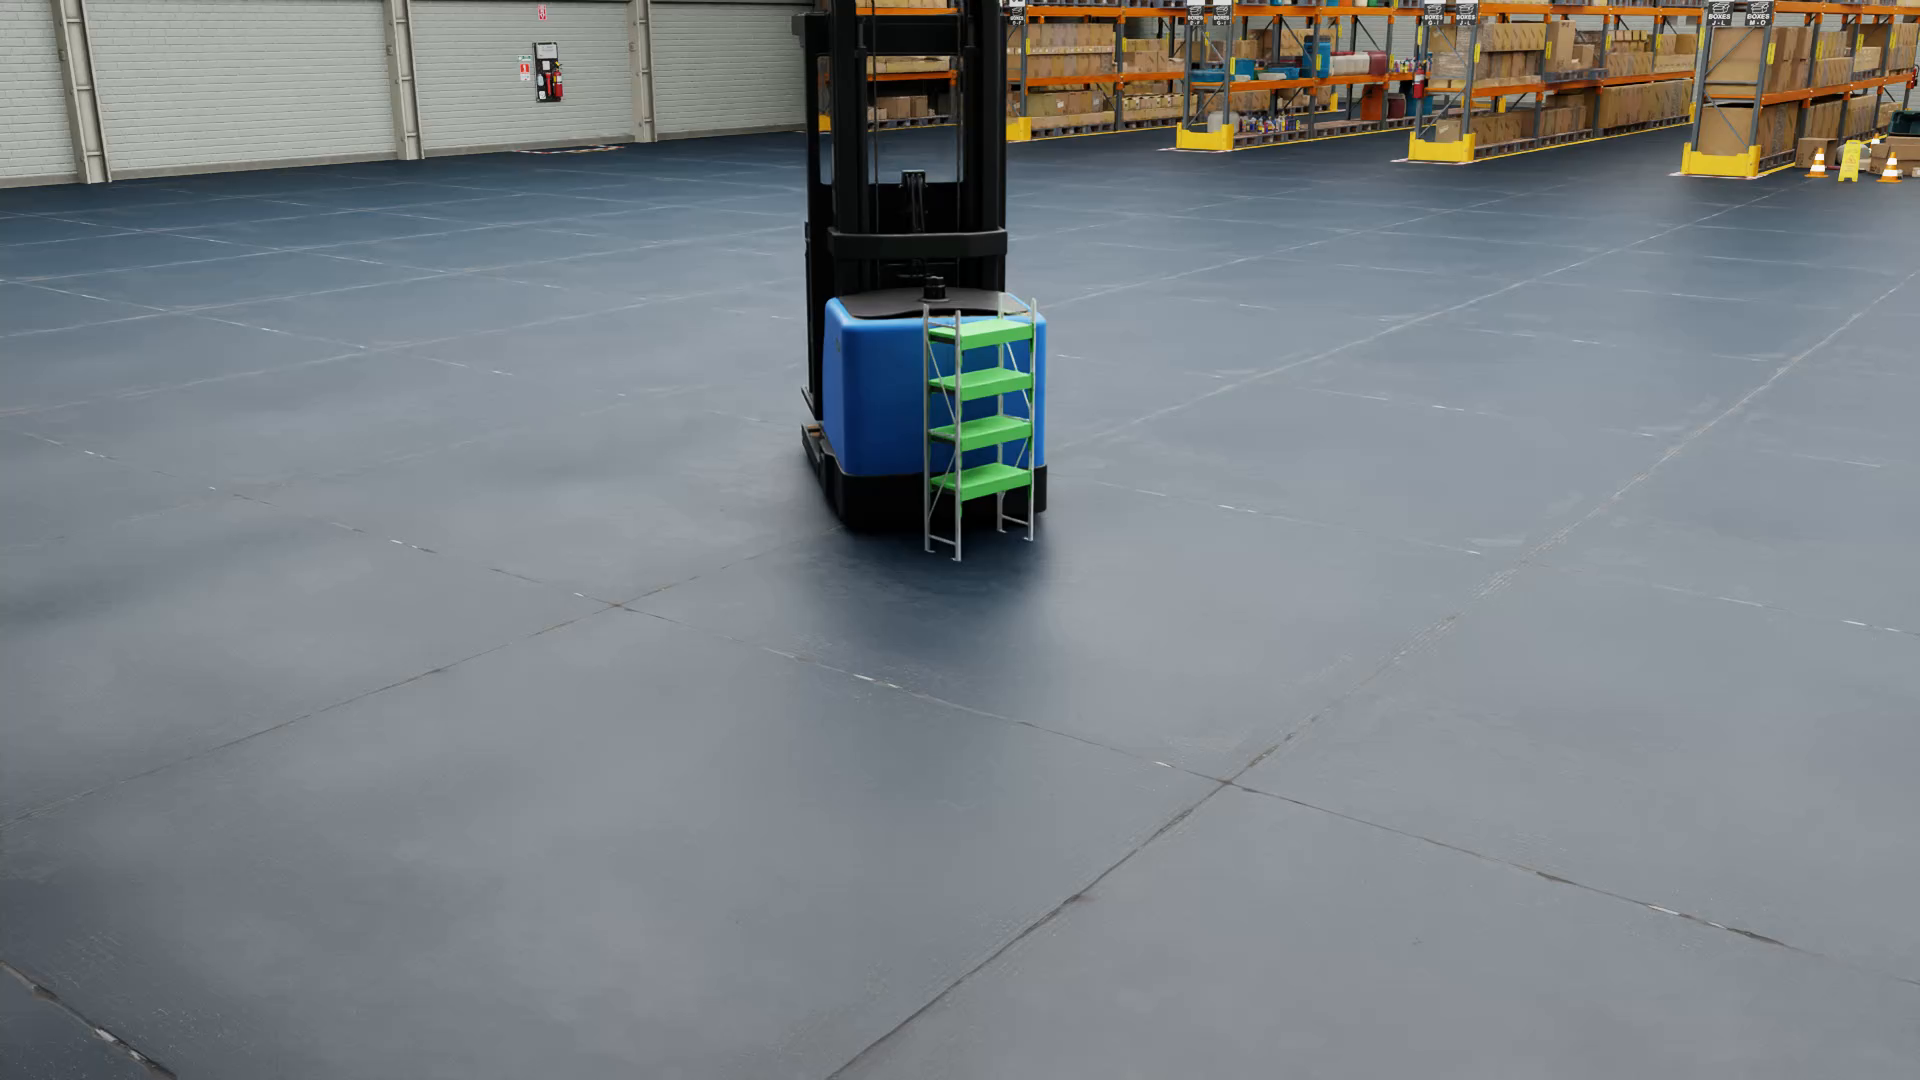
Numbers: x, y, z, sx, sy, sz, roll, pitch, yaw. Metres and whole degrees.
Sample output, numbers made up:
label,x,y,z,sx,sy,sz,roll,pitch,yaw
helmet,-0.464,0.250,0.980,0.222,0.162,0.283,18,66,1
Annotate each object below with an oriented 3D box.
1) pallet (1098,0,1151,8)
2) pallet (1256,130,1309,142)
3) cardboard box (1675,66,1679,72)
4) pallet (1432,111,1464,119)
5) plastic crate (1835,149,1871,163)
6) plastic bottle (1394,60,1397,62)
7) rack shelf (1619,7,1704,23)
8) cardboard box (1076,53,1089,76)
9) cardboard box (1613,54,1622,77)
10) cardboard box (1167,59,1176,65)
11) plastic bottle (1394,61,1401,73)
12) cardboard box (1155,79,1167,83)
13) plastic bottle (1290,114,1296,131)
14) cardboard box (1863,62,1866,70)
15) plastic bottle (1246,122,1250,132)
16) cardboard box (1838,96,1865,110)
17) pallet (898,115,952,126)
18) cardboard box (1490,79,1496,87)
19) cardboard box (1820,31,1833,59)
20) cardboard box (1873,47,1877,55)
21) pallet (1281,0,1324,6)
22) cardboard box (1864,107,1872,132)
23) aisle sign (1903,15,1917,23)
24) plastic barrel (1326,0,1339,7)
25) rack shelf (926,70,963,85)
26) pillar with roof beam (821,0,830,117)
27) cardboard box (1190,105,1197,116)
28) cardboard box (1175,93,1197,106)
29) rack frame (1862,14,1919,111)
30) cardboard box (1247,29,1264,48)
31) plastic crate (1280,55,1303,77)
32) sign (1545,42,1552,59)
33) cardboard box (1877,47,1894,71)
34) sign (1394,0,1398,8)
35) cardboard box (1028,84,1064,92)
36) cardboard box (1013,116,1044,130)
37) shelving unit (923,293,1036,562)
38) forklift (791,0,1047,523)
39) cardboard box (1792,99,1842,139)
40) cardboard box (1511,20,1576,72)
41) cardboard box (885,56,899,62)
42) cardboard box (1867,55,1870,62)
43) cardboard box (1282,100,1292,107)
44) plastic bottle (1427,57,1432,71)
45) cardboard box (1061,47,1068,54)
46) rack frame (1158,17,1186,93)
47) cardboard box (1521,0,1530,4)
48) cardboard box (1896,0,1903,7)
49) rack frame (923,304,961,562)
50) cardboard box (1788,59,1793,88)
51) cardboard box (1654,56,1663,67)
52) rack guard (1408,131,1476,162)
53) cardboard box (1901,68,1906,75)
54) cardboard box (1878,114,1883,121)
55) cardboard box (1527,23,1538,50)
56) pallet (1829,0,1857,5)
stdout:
label,x,y,z,sx,sy,sz,roll,pitch,yaw
pallet,3.921,-12.807,39.692,0.805,0.209,1.217,11,21,33
pallet,6.948,-8.893,36.525,1.003,0.211,1.213,12,21,35
cardboard box,17.651,-11.733,41.392,0.380,0.149,0.250,13,21,36
pallet,12.555,-11.133,43.738,1.003,0.211,1.213,12,21,35
plastic crate,16.231,-7.013,30.414,0.662,0.188,0.450,-7,9,-22
plastic bottle,10.877,-11.905,41.731,0.152,0.276,0.135,12,21,35
rack shelf,17.318,-12.973,41.116,1.077,0.370,4.000,12,21,35
cardboard box,2.536,-10.949,38.275,0.700,0.500,0.500,13,21,35
cardboard box,14.557,-10.693,37.452,0.500,0.500,0.500,12,21,33
cardboard box,5.101,-11.985,41.929,0.500,0.311,0.500,12,21,34
plastic bottle,10.558,-11.427,40.192,0.152,0.276,0.135,12,21,35
cardboard box,6.157,-13.994,50.664,0.380,0.149,0.250,13,22,36
plastic bottle,7.230,-9.118,36.272,0.144,0.351,0.185,12,21,33
cardboard box,19.039,-10.084,35.372,0.380,0.149,0.250,12,21,33
plastic bottle,6.214,-8.931,35.921,0.097,0.201,0.097,0,17,0
cardboard box,18.879,-9.277,35.302,0.500,0.250,0.500,13,21,35
pallet,-0.946,-10.630,42.118,1.003,0.211,1.213,12,21,35
cardboard box,9.950,-8.690,31.592,0.380,0.149,0.250,12,21,35
cardboard box,16.482,-9.609,32.275,0.700,0.500,0.500,12,21,34
cardboard box,19.652,-10.616,36.084,0.380,0.149,0.250,12,21,33
pallet,7.030,-11.530,35.577,1.213,0.211,1.003,12,21,35
cardboard box,19.505,-9.171,36.224,0.500,0.500,0.500,12,21,33
aisle sign,22.717,-12.666,39.588,0.394,0.787,0.004,12,21,35
plastic barrel,8.290,-12.520,37.600,0.600,0.901,0.708,12,21,35
rack shelf,0.617,-12.261,43.881,1.077,0.370,4.000,12,21,35
pillar with roof beam,0.222,-13.599,36.862,9.100,9.000,0.400,12,21,35
cardboard box,5.672,-10.925,42.295,0.500,0.250,0.500,13,21,36
cardboard box,5.675,-11.193,42.213,0.500,0.311,0.500,13,22,36
rack frame,22.433,-11.460,40.088,1.000,3.000,0.127,12,21,35
cardboard box,8.266,-13.850,45.932,0.500,0.500,0.500,13,21,35
plastic crate,7.425,-10.577,37.139,0.402,0.464,0.583,12,21,35
sign,11.800,-9.821,33.353,0.100,0.325,0.005,12,21,35
cardboard box,20.547,-10.770,37.198,0.500,0.500,0.500,12,21,34
sign,10.211,-12.617,38.934,0.100,0.325,0.005,12,21,35
cardboard box,2.352,-12.407,46.054,0.750,0.750,0.750,12,21,34
cardboard box,1.521,-9.277,36.986,0.500,0.250,0.500,12,21,35
shelving unit,0.095,-0.543,7.968,0.503,1.200,0.258,-15,23,-40
forklift,-0.336,-1.881,9.357,1.130,2.935,3.031,-3,18,-10
cardboard box,17.231,-8.551,33.808,1.050,0.750,0.750,12,21,34
cardboard box,11.945,-10.154,34.163,1.000,1.000,1.000,13,21,35
cardboard box,-1.817,-11.770,40.041,0.500,0.500,0.500,12,21,33
cardboard box,19.188,-10.285,35.520,0.380,0.149,0.250,13,21,35
cardboard box,9.104,-12.285,46.783,0.380,0.166,0.250,12,21,35
plastic bottle,11.753,-11.938,41.713,0.144,0.351,0.185,12,21,35
cardboard box,2.195,-11.021,37.413,0.380,0.149,0.250,12,21,34
rack frame,6.575,-14.986,51.444,1.000,3.000,0.127,12,21,35
cardboard box,10.679,-10.463,32.075,0.500,0.250,0.500,12,21,34
cardboard box,20.537,-11.931,36.802,0.500,0.250,0.500,14,22,37
rack frame,-0.084,-0.494,7.810,0.015,1.200,0.240,-15,23,-40
cardboard box,14.347,-8.340,29.790,0.875,0.550,0.550,12,21,35
cardboard box,16.617,-11.544,40.110,0.500,0.250,0.500,12,21,34
rack guard,9.022,-7.374,31.145,1.175,0.500,0.348,12,21,35
cardboard box,22.017,-11.032,39.135,0.380,0.149,0.250,13,22,36
cardboard box,20.522,-9.518,37.433,0.380,0.149,0.250,14,22,37
cardboard box,11.016,-9.894,32.691,0.500,0.500,0.500,12,21,35
pallet,16.661,-10.467,32.152,1.003,0.211,1.213,14,22,37
